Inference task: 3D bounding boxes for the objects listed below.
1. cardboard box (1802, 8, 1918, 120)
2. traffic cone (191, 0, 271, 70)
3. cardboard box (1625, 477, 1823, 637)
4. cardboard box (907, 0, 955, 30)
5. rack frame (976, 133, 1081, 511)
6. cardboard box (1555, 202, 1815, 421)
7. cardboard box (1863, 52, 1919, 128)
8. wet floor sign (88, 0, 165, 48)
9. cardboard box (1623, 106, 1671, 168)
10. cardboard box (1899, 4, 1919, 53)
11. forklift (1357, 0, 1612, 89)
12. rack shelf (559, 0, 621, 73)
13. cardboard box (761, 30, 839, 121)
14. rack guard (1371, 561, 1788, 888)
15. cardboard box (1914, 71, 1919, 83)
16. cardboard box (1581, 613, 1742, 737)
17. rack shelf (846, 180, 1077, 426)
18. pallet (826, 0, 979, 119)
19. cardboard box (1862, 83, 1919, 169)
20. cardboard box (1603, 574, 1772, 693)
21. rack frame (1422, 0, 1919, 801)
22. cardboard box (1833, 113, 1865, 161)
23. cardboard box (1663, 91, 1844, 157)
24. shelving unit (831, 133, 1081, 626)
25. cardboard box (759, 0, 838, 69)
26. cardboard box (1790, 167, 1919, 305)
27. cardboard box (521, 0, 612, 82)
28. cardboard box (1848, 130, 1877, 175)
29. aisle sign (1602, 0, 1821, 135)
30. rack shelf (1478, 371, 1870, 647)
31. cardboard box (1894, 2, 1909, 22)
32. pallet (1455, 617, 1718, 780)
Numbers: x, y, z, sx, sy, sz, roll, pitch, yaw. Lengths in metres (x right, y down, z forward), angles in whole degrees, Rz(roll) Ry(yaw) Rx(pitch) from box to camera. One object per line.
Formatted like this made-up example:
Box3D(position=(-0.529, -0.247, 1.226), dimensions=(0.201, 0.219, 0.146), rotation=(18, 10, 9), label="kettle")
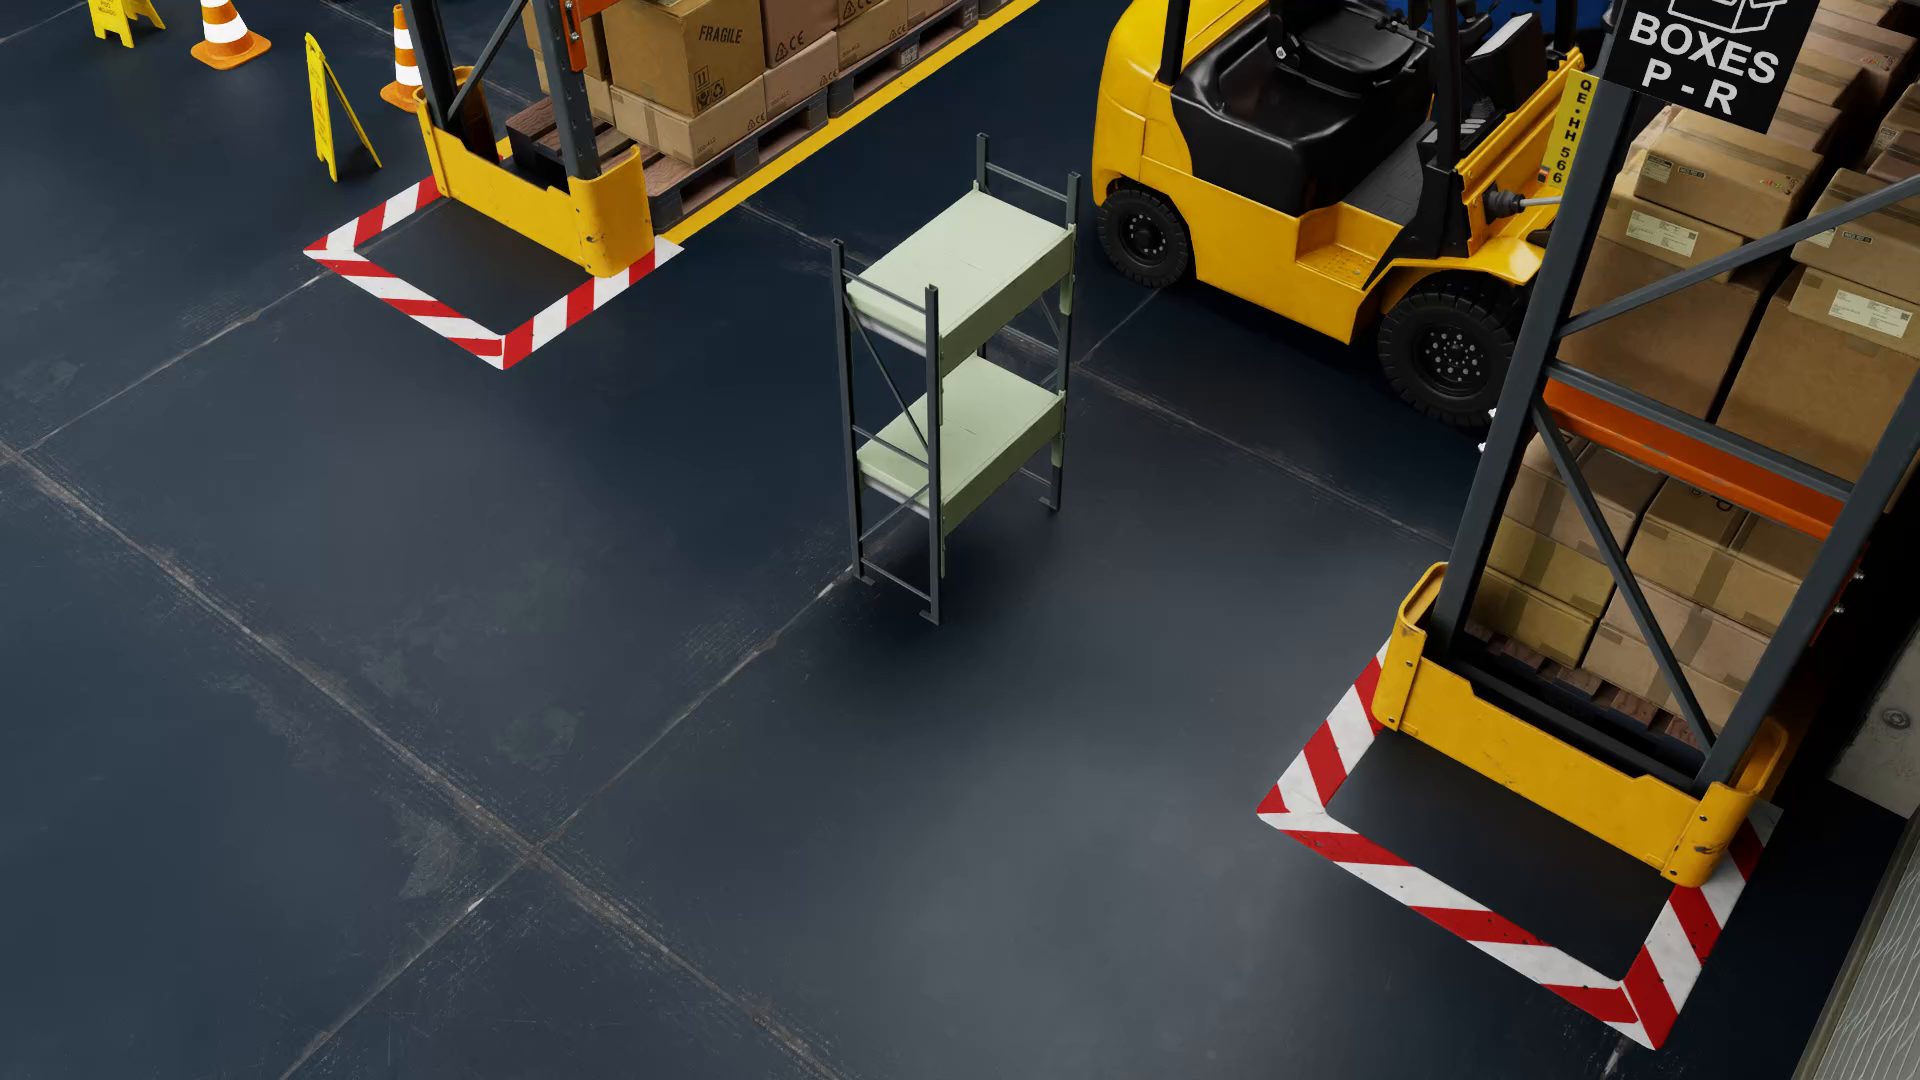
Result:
Box3D(position=(2.492, -1.383, 4.773), dimensions=(0.380, 0.149, 0.250), rotation=(30, 53, 25), label="cardboard box")
Box3D(position=(-3.811, -2.726, 8.534), dimensions=(0.336, 0.463, 0.334), rotation=(29, 53, 25), label="traffic cone")
Box3D(position=(2.407, -0.029, 5.123), dimensions=(0.500, 0.250, 0.500), rotation=(28, 53, 24), label="cardboard box")
Box3D(position=(-0.302, -2.918, 8.575), dimensions=(0.500, 0.250, 0.500), rotation=(30, 53, 26), label="cardboard box")
Box3D(position=(0.220, -0.724, 5.904), dimensions=(0.400, 1.500, 0.023), rotation=(29, 53, 25), label="rack frame")
Box3D(position=(2.057, -0.729, 4.803), dimensions=(0.500, 0.500, 0.500), rotation=(28, 52, 24), label="cardboard box")
Box3D(position=(2.694, -1.315, 5.363), dimensions=(0.500, 0.500, 0.500), rotation=(28, 53, 24), label="cardboard box")
Box3D(position=(-4.396, -2.915, 8.588), dimensions=(0.267, 0.644, 0.232), rotation=(21, 50, 19), label="wet floor sign")
Box3D(position=(2.086, -1.037, 4.649), dimensions=(0.380, 0.149, 0.250), rotation=(30, 53, 26), label="cardboard box")
Box3D(position=(2.943, -1.726, 5.306), dimensions=(0.380, 0.149, 0.250), rotation=(29, 53, 25), label="cardboard box")
Box3D(position=(2.442, -4.343, 8.372), dimensions=(1.130, 2.935, 3.031), rotation=(-9, 47, -8), label="forklift")
Box3D(position=(-0.744, -3.385, 7.907), dimensions=(1.077, 0.370, 4.000), rotation=(29, 53, 25), label="rack shelf")
Box3D(position=(-0.937, -2.313, 7.996), dimensions=(0.500, 0.250, 0.500), rotation=(31, 54, 26), label="cardboard box")
Box3D(position=(1.949, 0.580, 5.350), dimensions=(1.175, 0.500, 0.348), rotation=(29, 53, 25), label="rack guard")
Box3D(position=(2.979, -1.345, 4.737), dimensions=(0.380, 0.149, 0.250), rotation=(31, 54, 26), label="cardboard box")
Box3D(position=(2.418, 0.313, 5.488), dimensions=(0.500, 0.250, 0.500), rotation=(29, 53, 25), label="cardboard box")
Box3D(position=(-0.004, -0.784, 5.422), dimensions=(0.431, 0.370, 0.720), rotation=(29, 53, 25), label="rack shelf")
Box3D(position=(-0.649, -2.714, 8.697), dimensions=(1.003, 0.211, 1.213), rotation=(29, 53, 25), label="pallet")
Box3D(position=(2.675, -1.048, 4.454), dimensions=(0.380, 0.149, 0.250), rotation=(30, 53, 26), label="cardboard box")
Box3D(position=(2.415, 0.158, 5.290), dimensions=(0.500, 0.250, 0.500), rotation=(30, 53, 26), label="cardboard box")
Box3D(position=(1.963, -0.297, 4.459), dimensions=(1.000, 3.000, 0.127), rotation=(29, 53, 25), label="rack frame")
Box3D(position=(2.454, -1.296, 4.895), dimensions=(0.380, 0.149, 0.250), rotation=(29, 53, 25), label="cardboard box")
Box3D(position=(2.142, -1.111, 4.514), dimensions=(0.380, 0.149, 0.250), rotation=(29, 53, 25), label="cardboard box")
Box3D(position=(-0.004, -0.514, 5.704), dimensions=(0.431, 1.500, 0.755), rotation=(29, 53, 25), label="shelving unit")
Box3D(position=(-0.924, -2.598, 7.750), dimensions=(0.500, 0.500, 0.500), rotation=(27, 52, 24), label="cardboard box")
Box3D(position=(2.338, -0.756, 4.175), dimensions=(0.380, 0.149, 0.250), rotation=(28, 53, 24), label="cardboard box")
Box3D(position=(-1.683, -2.517, 7.673), dimensions=(0.500, 0.500, 0.500), rotation=(30, 53, 25), label="cardboard box")
Box3D(position=(2.637, -0.947, 4.562), dimensions=(0.380, 0.149, 0.250), rotation=(28, 53, 24), label="cardboard box")
Box3D(position=(1.691, -1.287, 3.608), dimensions=(0.394, 0.787, 0.004), rotation=(29, 53, 25), label="aisle sign")
Box3D(position=(3.186, -1.193, 5.813), dimensions=(1.077, 0.370, 4.000), rotation=(29, 53, 25), label="rack shelf")
Box3D(position=(2.717, -1.731, 5.106), dimensions=(0.380, 0.149, 0.250), rotation=(30, 53, 26), label="cardboard box")
Box3D(position=(2.398, 0.210, 5.903), dimensions=(1.003, 0.211, 1.213), rotation=(29, 53, 25), label="pallet")
